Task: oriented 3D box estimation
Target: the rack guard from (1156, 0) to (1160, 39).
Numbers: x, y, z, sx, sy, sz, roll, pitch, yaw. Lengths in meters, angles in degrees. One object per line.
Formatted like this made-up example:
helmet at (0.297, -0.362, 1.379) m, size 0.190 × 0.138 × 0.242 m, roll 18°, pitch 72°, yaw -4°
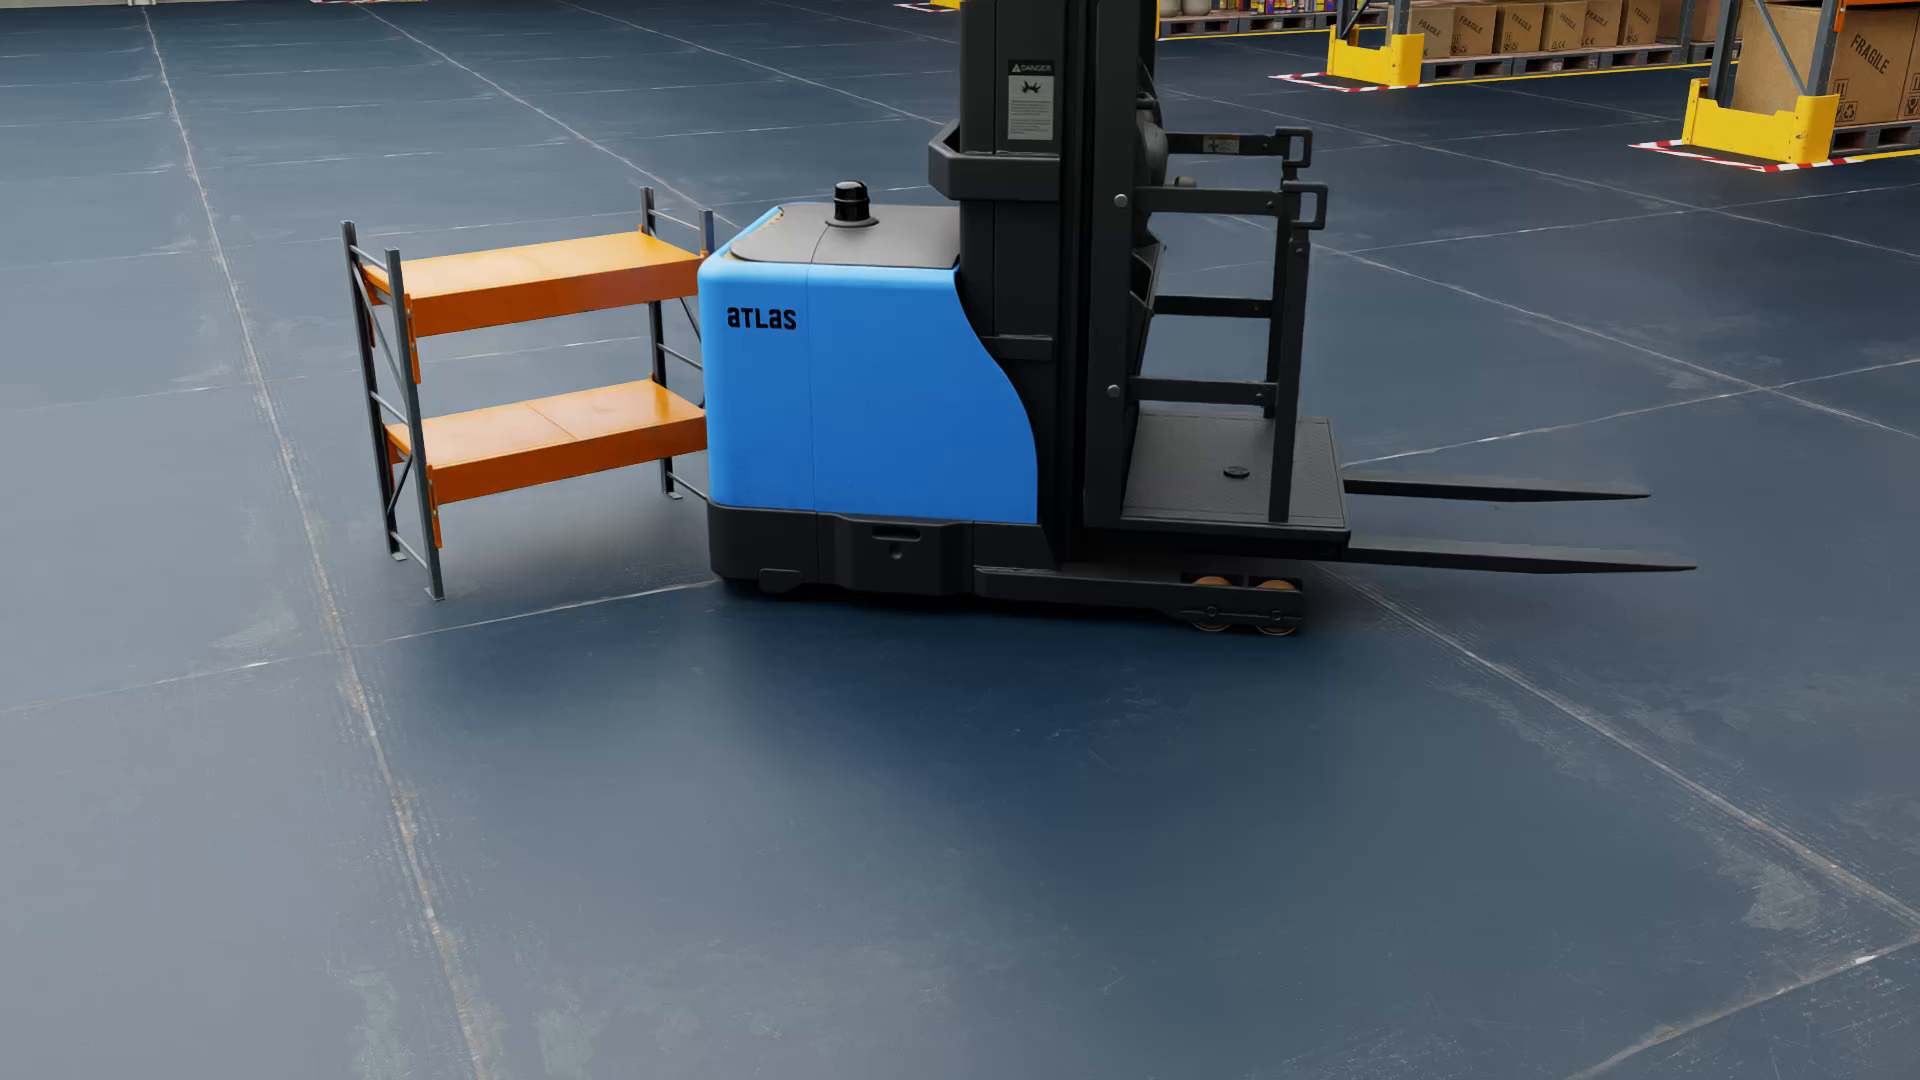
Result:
rack guard at (2.144, -6.778, 21.472) m, size 0.348 × 0.500 × 1.175 m, roll -10°, pitch 25°, yaw -24°

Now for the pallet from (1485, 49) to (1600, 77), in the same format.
pallet at (6.158, -5.245, 18.145) m, size 1.213 × 0.211 × 1.003 m, roll -10°, pitch 25°, yaw -24°

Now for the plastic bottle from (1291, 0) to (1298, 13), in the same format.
plastic bottle at (4.447, -7.148, 22.087) m, size 0.097 × 0.271 × 0.097 m, roll 0°, pitch 22°, yaw 0°

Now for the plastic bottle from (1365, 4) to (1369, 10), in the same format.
plastic bottle at (5.509, -7.311, 22.573) m, size 0.097 × 0.201 × 0.097 m, roll 0°, pitch 22°, yaw 0°

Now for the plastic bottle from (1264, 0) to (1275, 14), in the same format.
plastic bottle at (4.077, -7.077, 21.902) m, size 0.133 × 0.283 × 0.061 m, roll -10°, pitch 25°, yaw -23°

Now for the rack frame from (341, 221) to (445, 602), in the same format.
rack frame at (-1.794, -0.406, 5.259) m, size 0.032 × 1.125 × 0.500 m, roll -15°, pitch 27°, yaw -32°

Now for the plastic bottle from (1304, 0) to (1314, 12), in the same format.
plastic bottle at (4.633, -7.196, 22.197) m, size 0.135 × 0.276 × 0.152 m, roll -10°, pitch 24°, yaw -23°

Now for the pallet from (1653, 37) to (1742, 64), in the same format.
pallet at (8.549, -5.702, 19.250) m, size 1.213 × 0.211 × 1.003 m, roll -10°, pitch 25°, yaw -24°

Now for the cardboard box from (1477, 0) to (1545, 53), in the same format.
cardboard box at (5.910, -5.543, 17.937) m, size 0.500 × 0.500 × 0.500 m, roll -8°, pitch 24°, yaw -19°

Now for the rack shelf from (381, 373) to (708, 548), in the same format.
rack shelf at (-1.375, -0.290, 5.619) m, size 1.000 × 0.278 × 0.538 m, roll -15°, pitch 27°, yaw -32°

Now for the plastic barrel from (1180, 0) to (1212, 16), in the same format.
plastic barrel at (3.108, -7.168, 21.848) m, size 0.421 × 0.512 × 0.421 m, roll 0°, pitch 22°, yaw 0°

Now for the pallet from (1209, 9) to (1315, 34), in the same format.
pallet at (3.976, -6.979, 22.333) m, size 1.213 × 0.211 × 1.003 m, roll -10°, pitch 25°, yaw -24°

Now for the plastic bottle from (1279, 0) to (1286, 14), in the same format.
plastic bottle at (4.264, -7.114, 22.006) m, size 0.097 × 0.271 × 0.097 m, roll 0°, pitch 22°, yaw 0°

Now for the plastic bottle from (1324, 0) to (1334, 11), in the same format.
plastic bottle at (4.943, -7.237, 22.287) m, size 0.133 × 0.283 × 0.061 m, roll -9°, pitch 24°, yaw -20°

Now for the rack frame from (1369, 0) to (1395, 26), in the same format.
rack frame at (5.700, -8.568, 22.527) m, size 0.127 × 3.000 × 1.000 m, roll -10°, pitch 25°, yaw -24°

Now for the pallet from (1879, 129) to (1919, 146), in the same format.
pallet at (8.089, -3.543, 14.034) m, size 1.213 × 0.211 × 1.003 m, roll -10°, pitch 25°, yaw -24°

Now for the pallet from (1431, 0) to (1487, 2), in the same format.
pallet at (7.492, -7.627, 23.900) m, size 1.213 × 0.211 × 1.003 m, roll -10°, pitch 25°, yaw -24°

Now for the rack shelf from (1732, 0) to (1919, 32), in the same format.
rack shelf at (8.107, -4.471, 13.569) m, size 4.000 × 0.370 × 1.077 m, roll -10°, pitch 25°, yaw -24°

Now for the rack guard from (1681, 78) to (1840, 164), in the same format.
rack guard at (6.283, -3.313, 13.099) m, size 0.348 × 0.500 × 1.175 m, roll -10°, pitch 25°, yaw -24°

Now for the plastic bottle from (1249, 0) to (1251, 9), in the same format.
plastic bottle at (3.925, -7.360, 22.595) m, size 0.135 × 0.276 × 0.152 m, roll -11°, pitch 25°, yaw -25°

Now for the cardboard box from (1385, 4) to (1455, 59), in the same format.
cardboard box at (4.814, -5.334, 17.434) m, size 0.500 × 0.500 × 0.500 m, roll -6°, pitch 23°, yaw -14°

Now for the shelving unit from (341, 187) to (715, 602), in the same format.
shelving unit at (-1.375, -0.516, 5.526) m, size 1.048 × 1.125 × 0.538 m, roll -15°, pitch 27°, yaw -32°

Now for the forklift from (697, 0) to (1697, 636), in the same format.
forklift at (0.760, -1.281, 5.012) m, size 3.031 × 2.935 × 1.130 m, roll 3°, pitch 23°, yaw 8°

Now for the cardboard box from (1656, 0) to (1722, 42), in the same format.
cardboard box at (8.411, -6.004, 19.025) m, size 0.500 × 0.500 × 0.700 m, roll -13°, pitch 26°, yaw -28°

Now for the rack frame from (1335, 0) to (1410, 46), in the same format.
rack frame at (4.244, -6.198, 16.800) m, size 0.127 × 3.000 × 1.000 m, roll -10°, pitch 25°, yaw -24°

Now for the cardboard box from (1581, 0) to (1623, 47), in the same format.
cardboard box at (6.958, -5.750, 18.438) m, size 0.500 × 0.500 × 0.500 m, roll -3°, pitch 23°, yaw -7°

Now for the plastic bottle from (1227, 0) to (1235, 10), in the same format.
plastic bottle at (3.658, -7.334, 22.522) m, size 0.133 × 0.283 × 0.061 m, roll -10°, pitch 24°, yaw -22°

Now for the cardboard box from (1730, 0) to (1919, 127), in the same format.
cardboard box at (6.887, -3.819, 13.283) m, size 0.875 × 0.875 × 0.875 m, roll -10°, pitch 25°, yaw -23°

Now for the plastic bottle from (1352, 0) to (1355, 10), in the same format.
plastic bottle at (5.245, -7.341, 22.451) m, size 0.185 × 0.351 × 0.144 m, roll -11°, pitch 25°, yaw -25°

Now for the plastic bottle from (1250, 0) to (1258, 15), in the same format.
plastic bottle at (3.865, -7.041, 21.829) m, size 0.097 × 0.271 × 0.097 m, roll 0°, pitch 22°, yaw 0°
